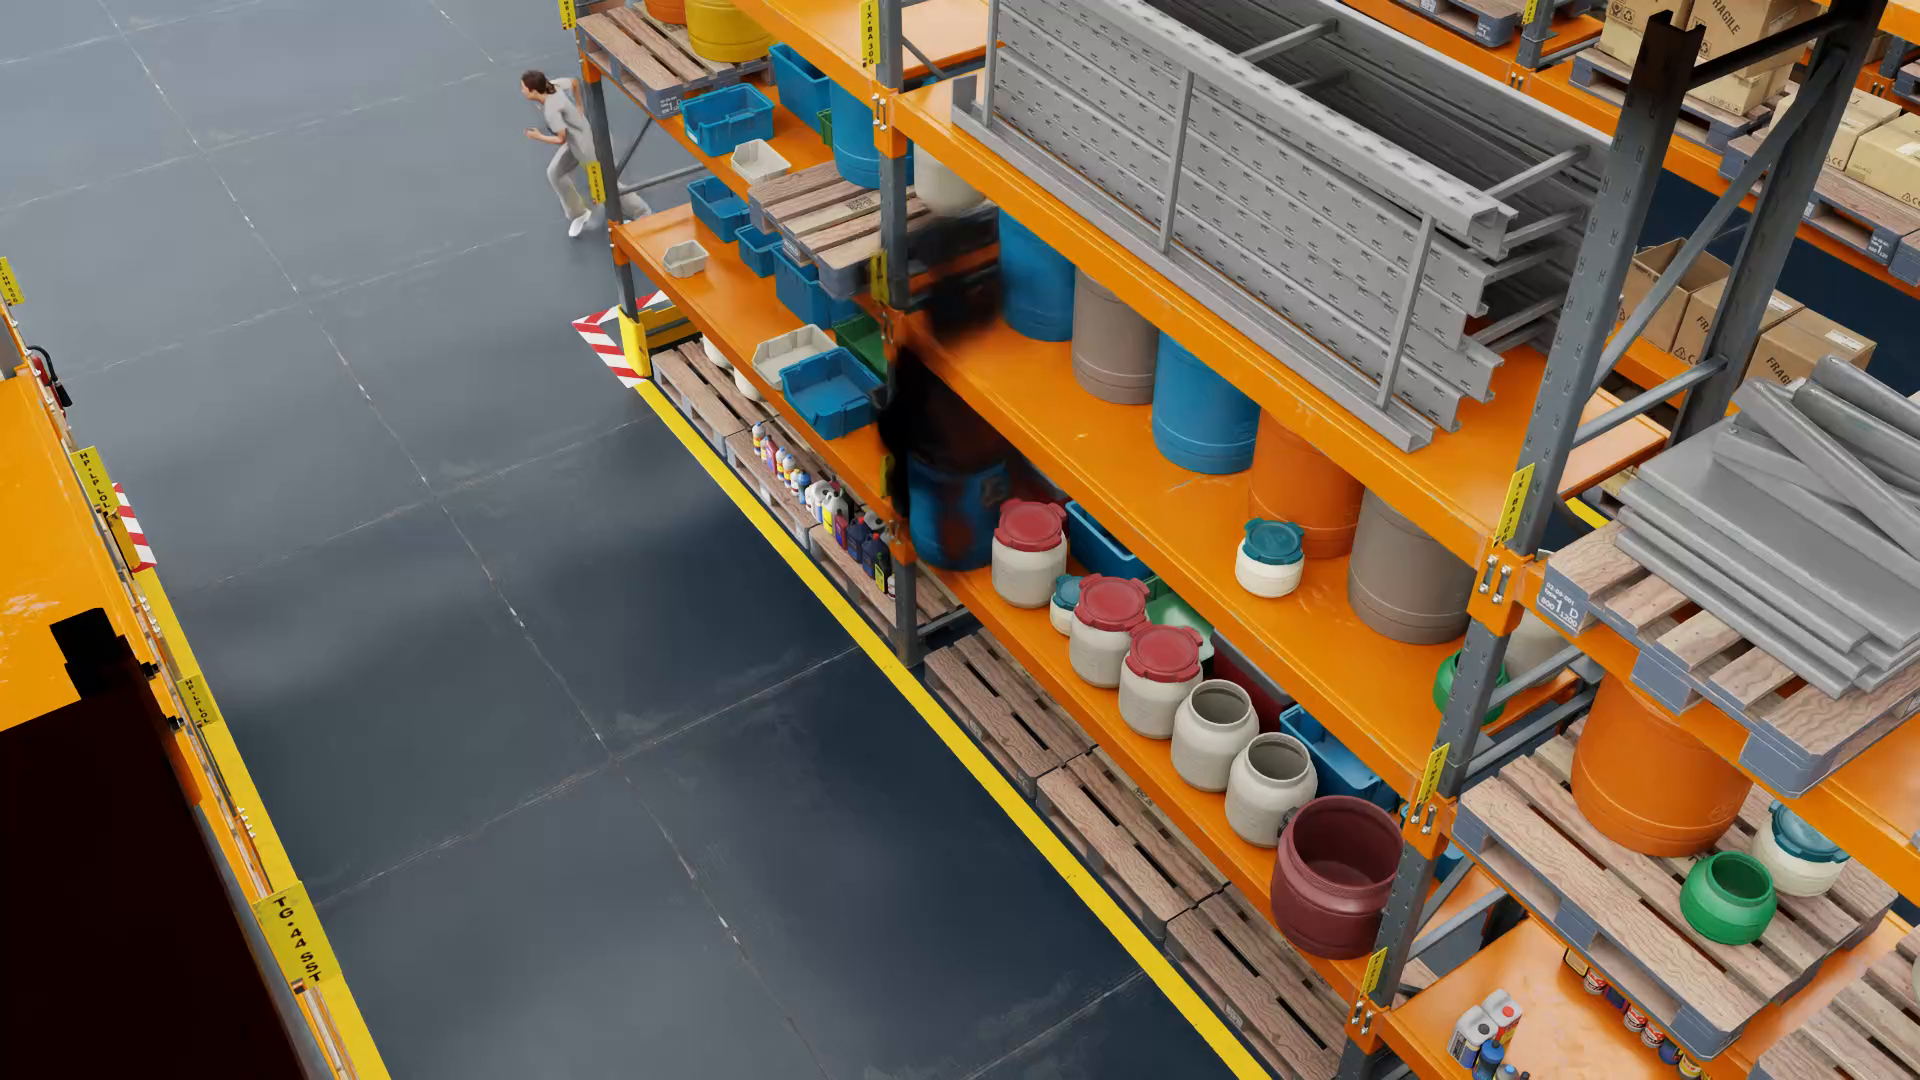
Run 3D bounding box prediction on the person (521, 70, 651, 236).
[{"bbox_3d":[-3.206,-3.324,14.255,0.954,1.596,0.603,-8,43,-8],"label":"person"}]
